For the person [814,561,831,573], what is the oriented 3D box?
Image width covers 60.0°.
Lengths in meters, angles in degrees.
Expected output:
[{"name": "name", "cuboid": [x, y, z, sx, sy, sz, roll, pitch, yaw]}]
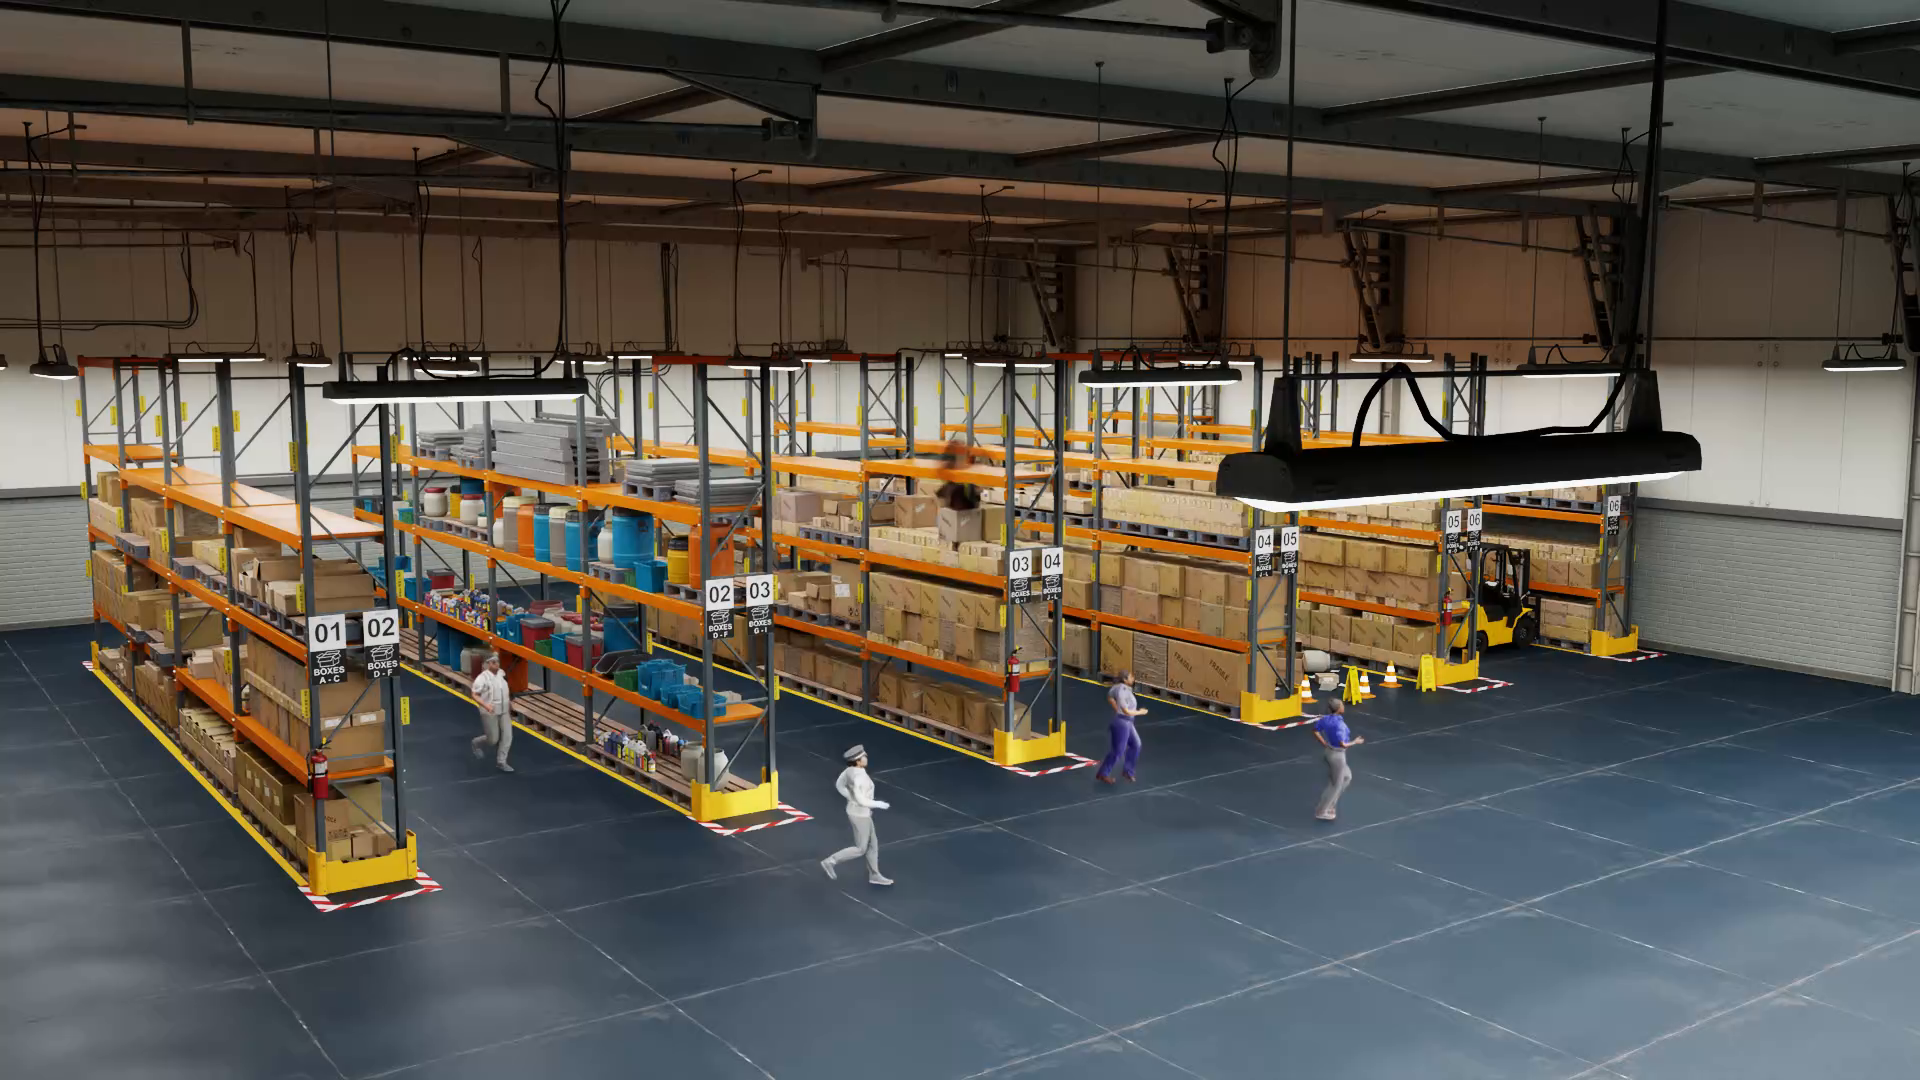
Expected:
[{"name": "person", "cuboid": [-3.381, 0.453, 41.836, 0.673, 1.664, 0.630, 4, 8, 29]}]

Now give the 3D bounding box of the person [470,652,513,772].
[{"name": "person", "cuboid": [-6.877, 2.513, 24.510, 0.739, 1.764, 0.662, 5, 9, 37]}]

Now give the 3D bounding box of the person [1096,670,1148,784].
[{"name": "person", "cuboid": [2.303, 2.684, 23.616, 0.731, 1.726, 0.621, 1, 7, 6]}]

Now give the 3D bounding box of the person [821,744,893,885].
[{"name": "person", "cuboid": [-1.195, 3.184, 19.156, 0.864, 1.689, 0.625, -2, 7, -14]}]

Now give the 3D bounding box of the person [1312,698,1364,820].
[{"name": "person", "cuboid": [4.969, 2.885, 21.848, 0.638, 1.647, 0.561, -1, 7, -9]}]
